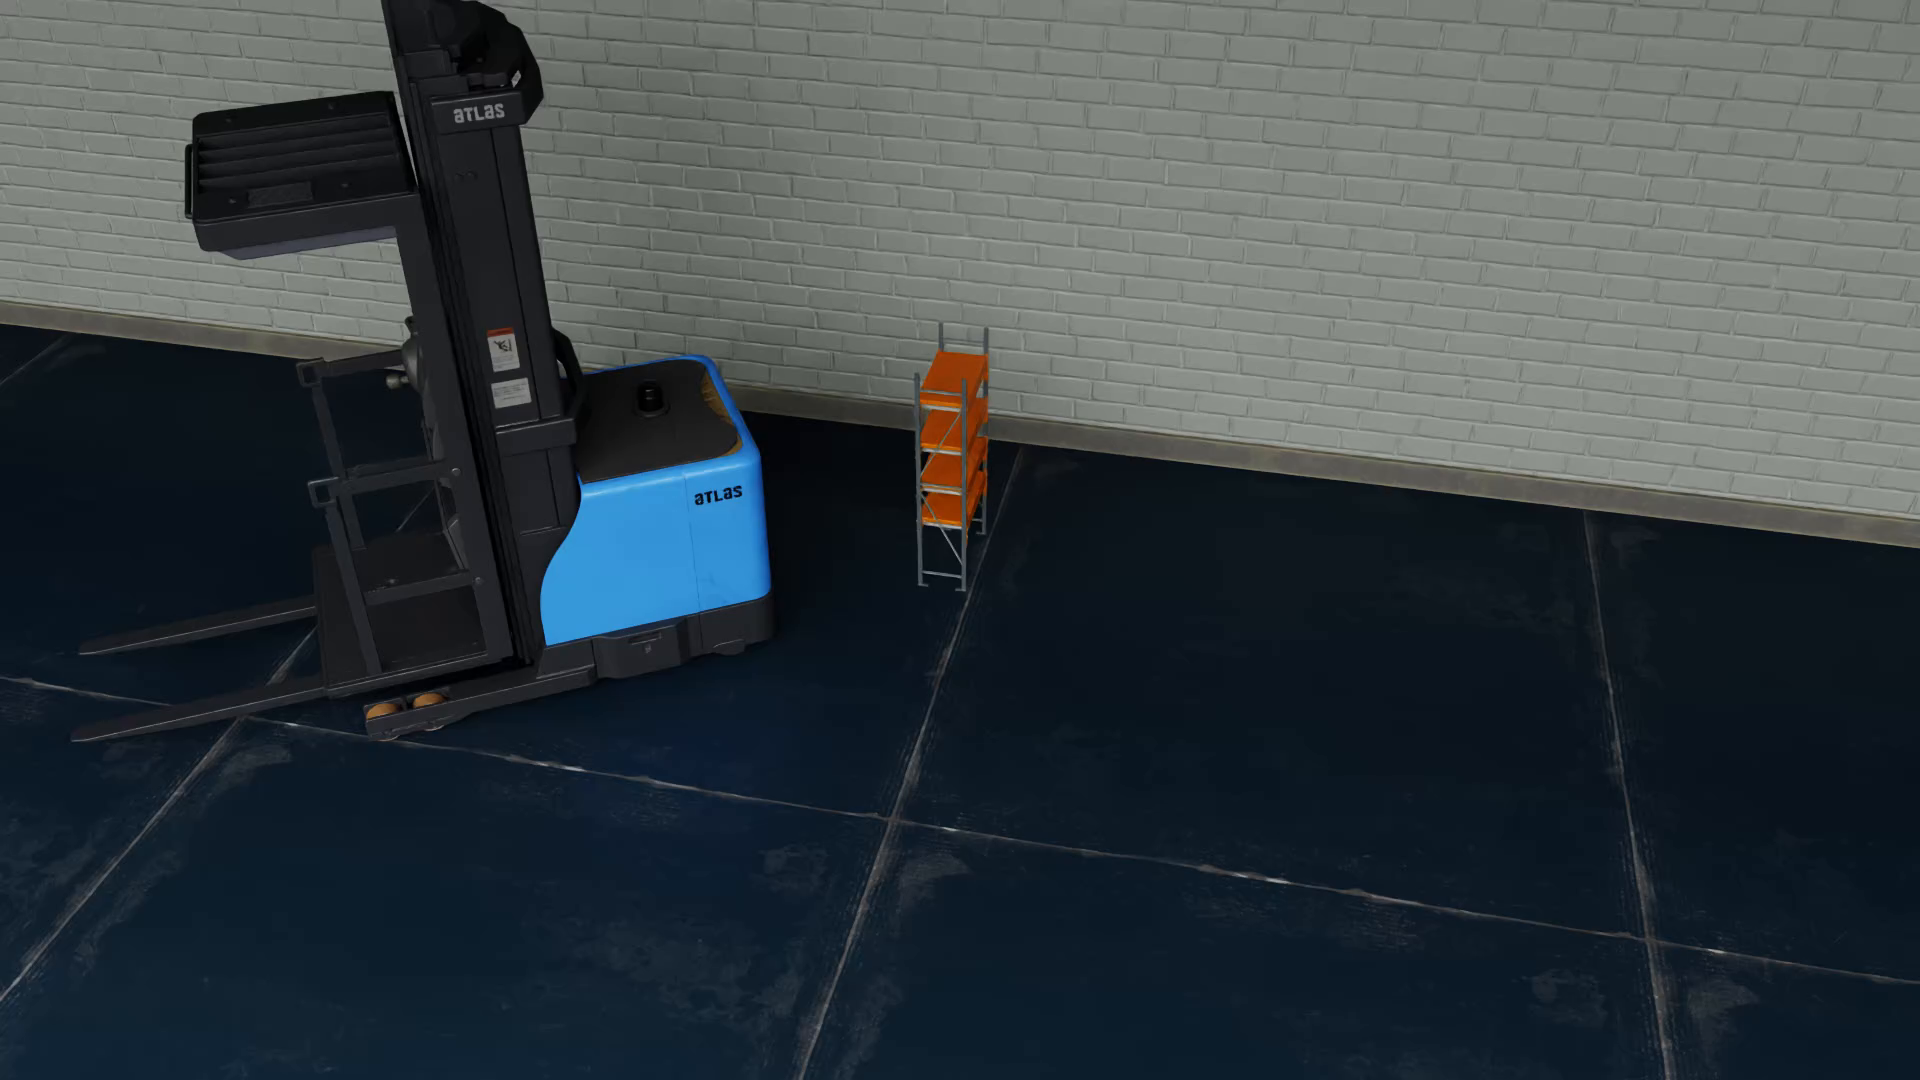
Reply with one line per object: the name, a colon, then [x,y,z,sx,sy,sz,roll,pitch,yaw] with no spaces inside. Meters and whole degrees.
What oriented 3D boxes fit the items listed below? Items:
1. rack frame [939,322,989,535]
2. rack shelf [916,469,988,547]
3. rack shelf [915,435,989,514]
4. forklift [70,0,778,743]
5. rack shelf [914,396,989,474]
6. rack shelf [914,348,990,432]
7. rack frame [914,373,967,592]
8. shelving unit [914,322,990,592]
rack frame: [0.017,-0.531,8.230,0.240,1.200,0.015,7,37,10]
rack shelf: [-0.035,-0.176,8.193,0.258,0.148,0.480,7,37,10]
rack shelf: [-0.035,-0.336,8.077,0.258,0.148,0.480,7,37,10]
forklift: [-2.429,-0.655,6.926,3.031,2.935,1.130,-12,38,-16]
rack shelf: [-0.035,-0.518,7.945,0.258,0.148,0.480,7,37,10]
rack shelf: [-0.035,-0.709,7.806,0.258,0.148,0.480,7,37,10]
rack frame: [-0.087,-0.251,7.844,0.240,1.200,0.015,7,37,10]
shelving unit: [-0.035,-0.391,8.037,0.258,1.200,0.503,7,37,10]
